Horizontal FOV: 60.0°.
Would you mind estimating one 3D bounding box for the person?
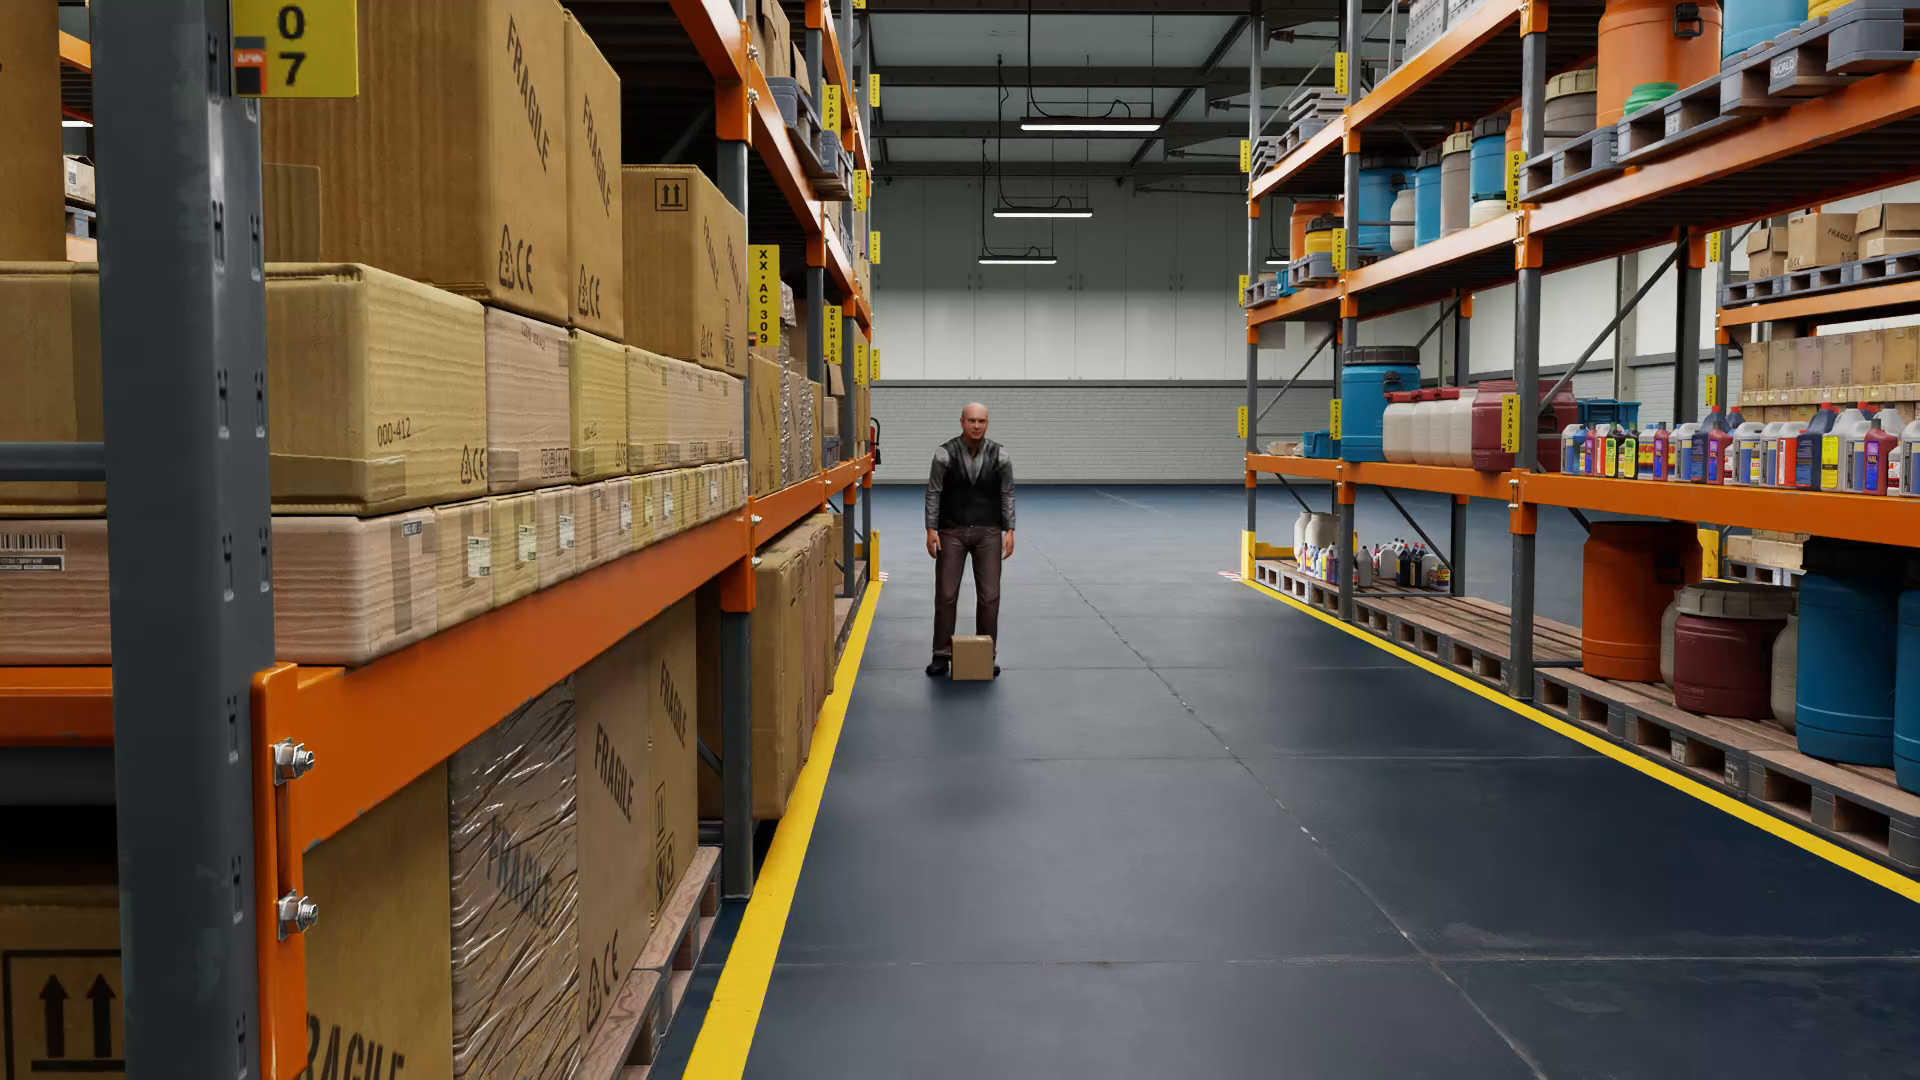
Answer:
[{"bbox_3d":[0.064,-0.014,10.639,0.589,1.720,0.427,0,4,-5],"label":"person"}]
